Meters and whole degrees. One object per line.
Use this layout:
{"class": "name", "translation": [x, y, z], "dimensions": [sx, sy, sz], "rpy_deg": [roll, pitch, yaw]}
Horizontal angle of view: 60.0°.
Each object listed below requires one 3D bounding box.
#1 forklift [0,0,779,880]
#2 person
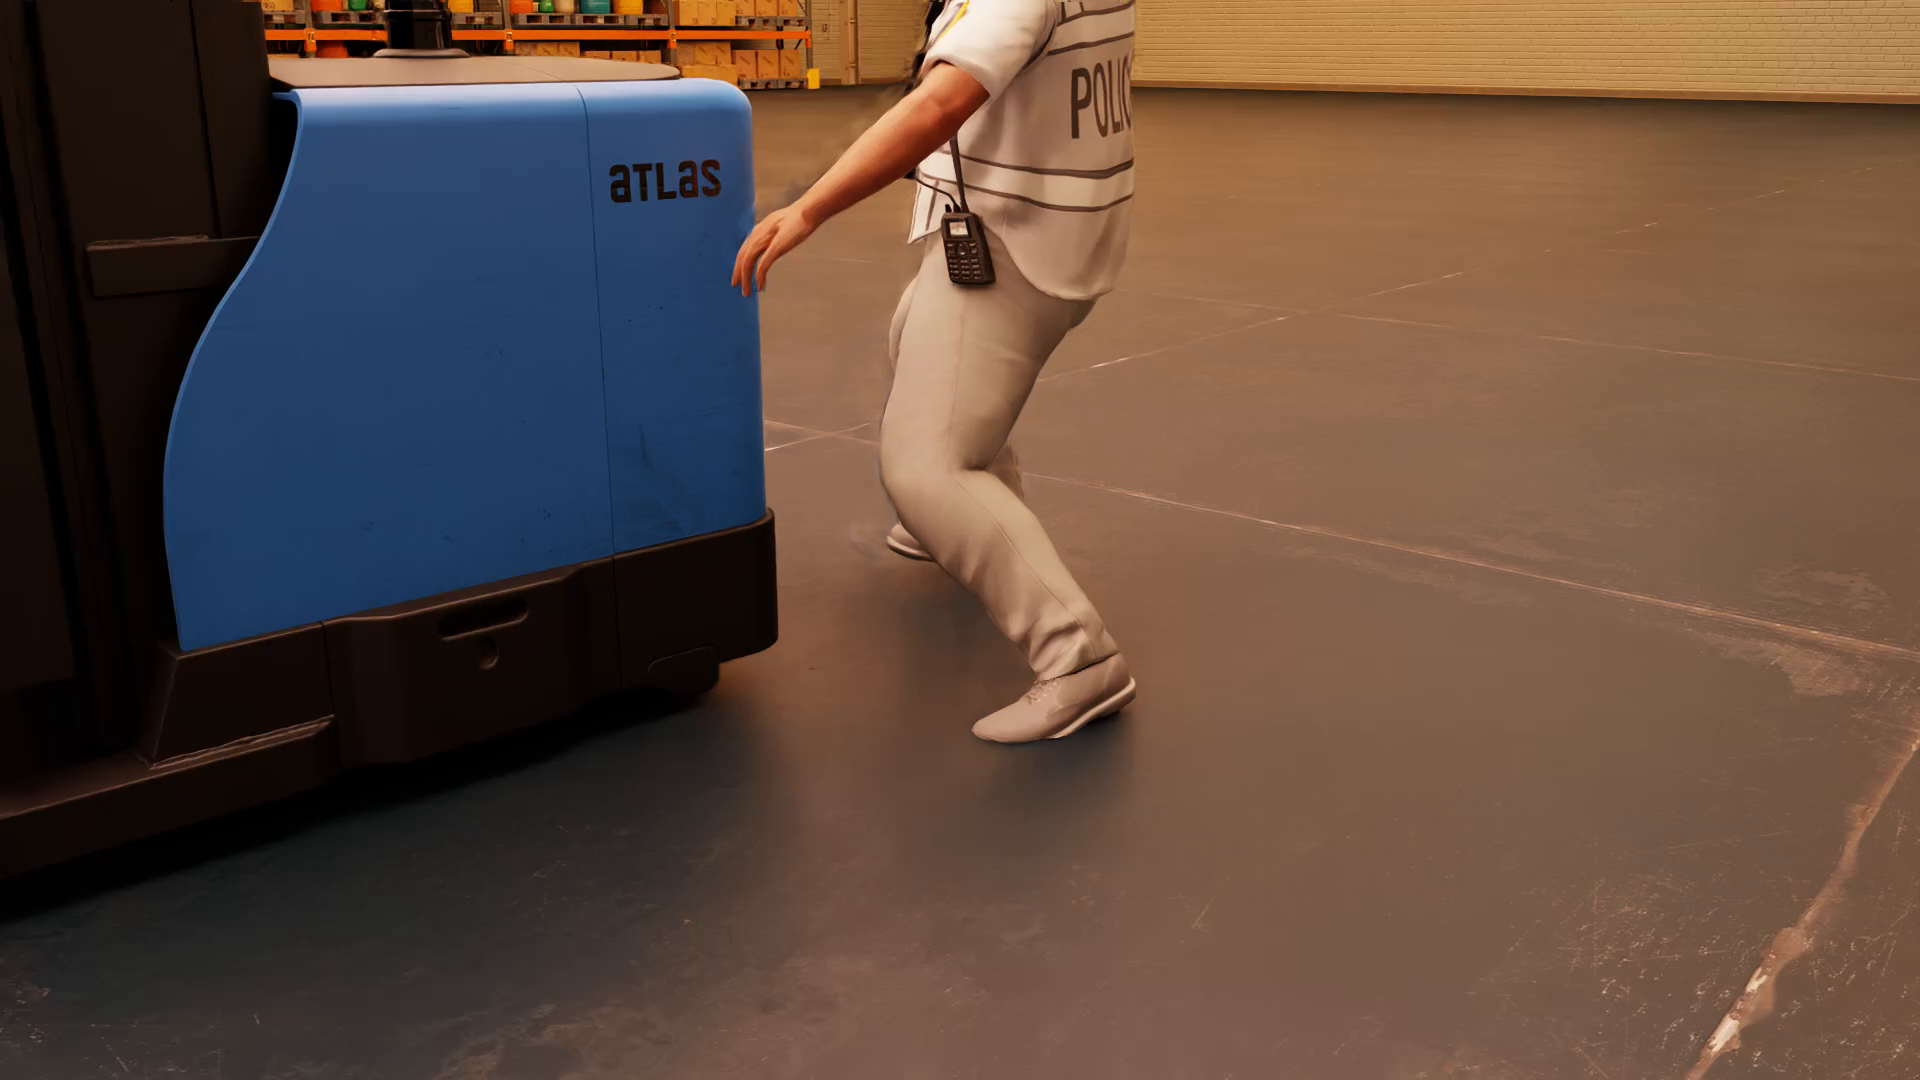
{"class": "forklift", "translation": [-1.774, -0.969, 2.089], "dimensions": [3.031, 2.935, 1.130], "rpy_deg": [-14, 22, -39]}
{"class": "person", "translation": [0.046, -0.537, 3.024], "dimensions": [0.722, 1.628, 0.971], "rpy_deg": [7, 18, 21]}
